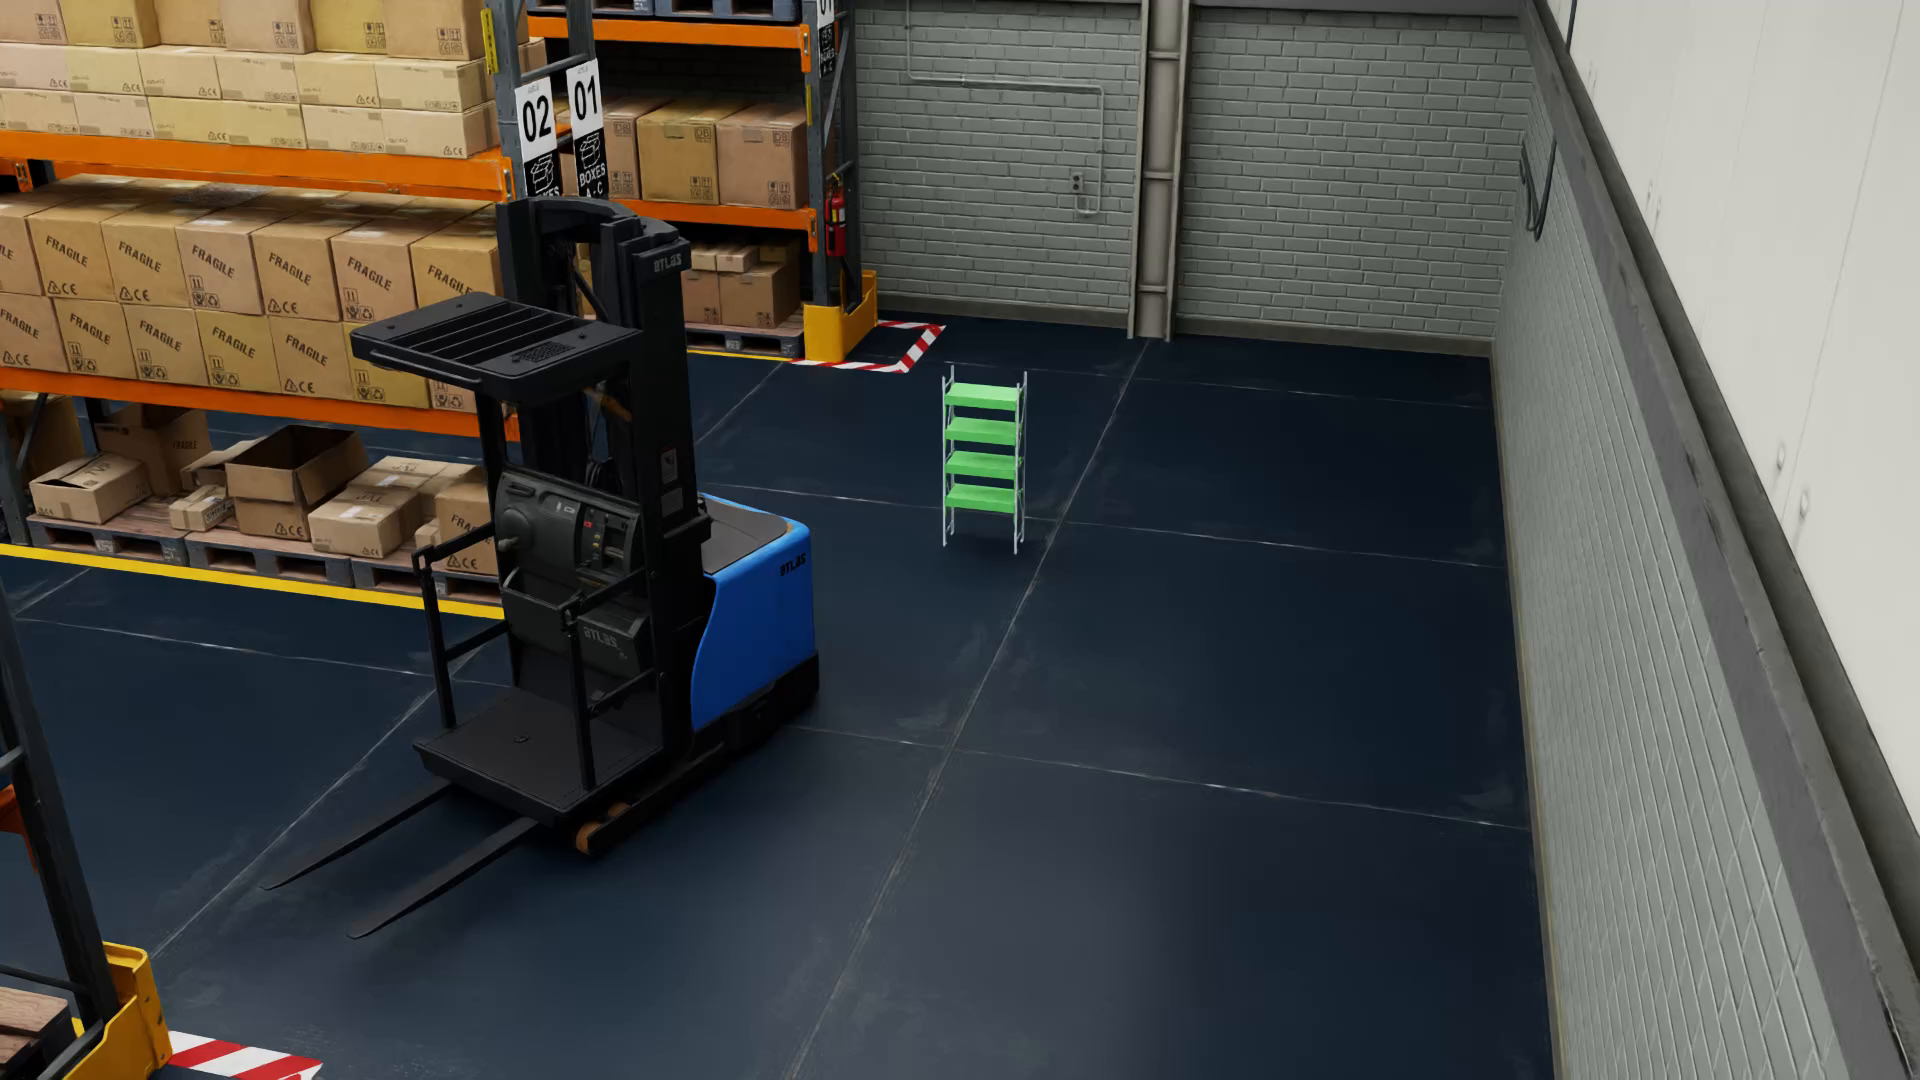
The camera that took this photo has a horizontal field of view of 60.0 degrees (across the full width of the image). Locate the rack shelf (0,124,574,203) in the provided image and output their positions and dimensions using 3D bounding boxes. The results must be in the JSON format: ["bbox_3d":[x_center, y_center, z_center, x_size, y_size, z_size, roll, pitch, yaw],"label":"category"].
[{"bbox_3d":[-4.253,-2.338,10.018,4.000,0.370,1.077,6,26,13],"label":"rack shelf"}]

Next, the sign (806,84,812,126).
[{"bbox_3d":[-1.234,-3.562,13.620,0.005,0.325,0.100,6,26,13],"label":"sign"}]

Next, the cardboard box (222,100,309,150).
[{"bbox_3d":[-3.848,-2.432,9.554,0.500,0.250,0.500,6,26,13],"label":"cardboard box"}]

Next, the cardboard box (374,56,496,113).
[{"bbox_3d":[-2.877,-2.555,9.231,0.500,0.250,0.500,6,26,13],"label":"cardboard box"}]

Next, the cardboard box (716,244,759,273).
[{"bbox_3d":[-1.958,-2.482,14.638,0.250,0.149,0.380,6,26,12],"label":"cardboard box"}]

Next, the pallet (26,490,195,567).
[{"bbox_3d":[-5.525,-0.189,11.402,1.213,0.211,1.003,6,26,13],"label":"pallet"}]

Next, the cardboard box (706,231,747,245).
[{"bbox_3d":[-2.108,-2.668,15.029,0.250,0.149,0.380,6,26,13],"label":"cardboard box"}]

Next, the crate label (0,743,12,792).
[{"bbox_3d":[-3.710,0.853,6.095,0.303,0.233,0.416,6,26,13],"label":"crate label"}]

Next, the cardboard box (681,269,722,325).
[{"bbox_3d":[-2.273,-2.305,15.021,0.500,0.500,0.700,6,26,13],"label":"cardboard box"}]

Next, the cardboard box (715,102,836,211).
[{"bbox_3d":[-1.582,-3.343,14.433,0.700,0.700,0.980,8,26,15],"label":"cardboard box"}]

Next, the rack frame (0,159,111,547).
[{"bbox_3d":[-6.190,-1.522,10.958,0.127,3.000,1.000,6,26,13],"label":"rack frame"}]

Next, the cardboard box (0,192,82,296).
[{"bbox_3d":[-5.803,-1.851,10.370,0.500,0.500,0.500,7,26,14],"label":"cardboard box"}]

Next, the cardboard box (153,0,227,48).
[{"bbox_3d":[-4.252,-3.183,9.678,0.500,0.500,0.700,6,26,13],"label":"cardboard box"}]

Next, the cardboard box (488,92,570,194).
[{"bbox_3d":[-3.733,-3.575,14.921,0.700,0.700,0.980,6,26,12],"label":"cardboard box"}]

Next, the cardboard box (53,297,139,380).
[{"bbox_3d":[-5.267,-1.346,10.471,0.500,0.500,0.500,7,26,14],"label":"cardboard box"}]

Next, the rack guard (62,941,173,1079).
[{"bbox_3d":[-3.526,2.093,6.271,0.348,0.500,1.175,6,26,13],"label":"rack guard"}]

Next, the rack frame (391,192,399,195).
[{"bbox_3d":[-4.959,-3.585,15.291,0.127,3.000,1.000,6,26,13],"label":"rack frame"}]

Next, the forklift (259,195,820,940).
[{"bbox_3d":[-2.029,-0.029,7.902,1.130,2.935,3.031,16,30,30],"label":"forklift"}]

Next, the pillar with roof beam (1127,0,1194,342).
[{"bbox_3d":[0.673,-4.144,9.486,0.400,9.000,9.100,6,26,13],"label":"pillar with roof beam"}]

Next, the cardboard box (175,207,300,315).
[{"bbox_3d":[-4.305,-1.686,10.023,0.500,0.500,0.500,7,26,15],"label":"cardboard box"}]

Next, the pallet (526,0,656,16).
[{"bbox_3d":[-2.992,-4.676,14.196,1.213,0.211,1.003,6,26,13],"label":"pallet"}]

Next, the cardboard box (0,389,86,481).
[{"bbox_3d":[-6.597,-0.746,11.723,0.500,0.500,0.500,5,26,11],"label":"cardboard box"}]

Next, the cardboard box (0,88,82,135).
[{"bbox_3d":[-5.297,-2.599,9.904,0.500,0.250,0.500,6,26,13],"label":"cardboard box"}]

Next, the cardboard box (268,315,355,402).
[{"bbox_3d":[-3.802,-1.184,10.131,0.500,0.500,0.500,7,26,13],"label":"cardboard box"}]

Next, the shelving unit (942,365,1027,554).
[{"bbox_3d":[0.160,-0.524,10.955,0.503,1.200,0.258,6,26,13],"label":"shelving unit"}]

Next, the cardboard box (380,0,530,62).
[{"bbox_3d":[-2.817,-2.993,9.279,0.500,0.500,0.700,6,26,13],"label":"cardboard box"}]

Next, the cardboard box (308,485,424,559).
[{"bbox_3d":[-3.816,-0.121,10.702,0.500,0.250,0.500,6,26,13],"label":"cardboard box"}]

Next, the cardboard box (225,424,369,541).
[{"bbox_3d":[-4.369,-0.395,10.982,0.637,0.503,0.797,6,26,13],"label":"cardboard box"}]

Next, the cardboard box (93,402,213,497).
[{"bbox_3d":[-5.567,-0.650,11.521,0.500,0.500,0.500,6,26,13],"label":"cardboard box"}]

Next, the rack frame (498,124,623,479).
[{"bbox_3d":[-2.316,-1.094,10.059,0.127,3.000,1.000,6,26,13],"label":"rack frame"}]

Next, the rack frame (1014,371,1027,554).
[{"bbox_3d":[0.397,-0.498,10.900,0.015,1.200,0.240,6,26,13],"label":"rack frame"}]

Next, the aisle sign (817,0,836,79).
[{"bbox_3d":[-1.090,-4.198,13.554,0.004,0.787,0.394,6,26,13],"label":"aisle sign"}]

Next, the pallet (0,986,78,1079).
[{"bbox_3d":[-4.342,2.122,6.547,1.213,0.211,1.003,6,26,13],"label":"pallet"}]

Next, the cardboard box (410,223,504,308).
[{"bbox_3d":[-2.815,-1.524,9.682,0.500,0.500,0.500,6,26,13],"label":"cardboard box"}]

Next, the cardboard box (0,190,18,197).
[{"bbox_3d":[-10.014,-3.242,16.967,0.500,0.500,0.700,6,26,13],"label":"cardboard box"}]

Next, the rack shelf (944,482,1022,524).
[{"bbox_3d":[0.160,-0.250,11.085,0.480,0.148,0.258,6,26,13],"label":"rack shelf"}]

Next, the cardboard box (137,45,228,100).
[{"bbox_3d":[-4.330,-2.715,9.566,0.500,0.250,0.500,6,26,13],"label":"cardboard box"}]

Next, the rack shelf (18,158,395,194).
[{"bbox_3d":[-6.896,-3.474,15.895,4.000,0.370,1.077,6,26,13],"label":"rack shelf"}]

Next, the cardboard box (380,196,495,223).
[{"bbox_3d":[-3.188,-1.801,10.264,0.500,0.500,0.500,7,26,14],"label":"cardboard box"}]

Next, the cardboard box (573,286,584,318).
[{"bbox_3d":[-2.680,-1.297,10.368,0.500,0.500,0.500,7,26,14],"label":"cardboard box"}]

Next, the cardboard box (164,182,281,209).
[{"bbox_3d":[-4.650,-1.965,10.608,0.500,0.500,0.500,7,26,13],"label":"cardboard box"}]
